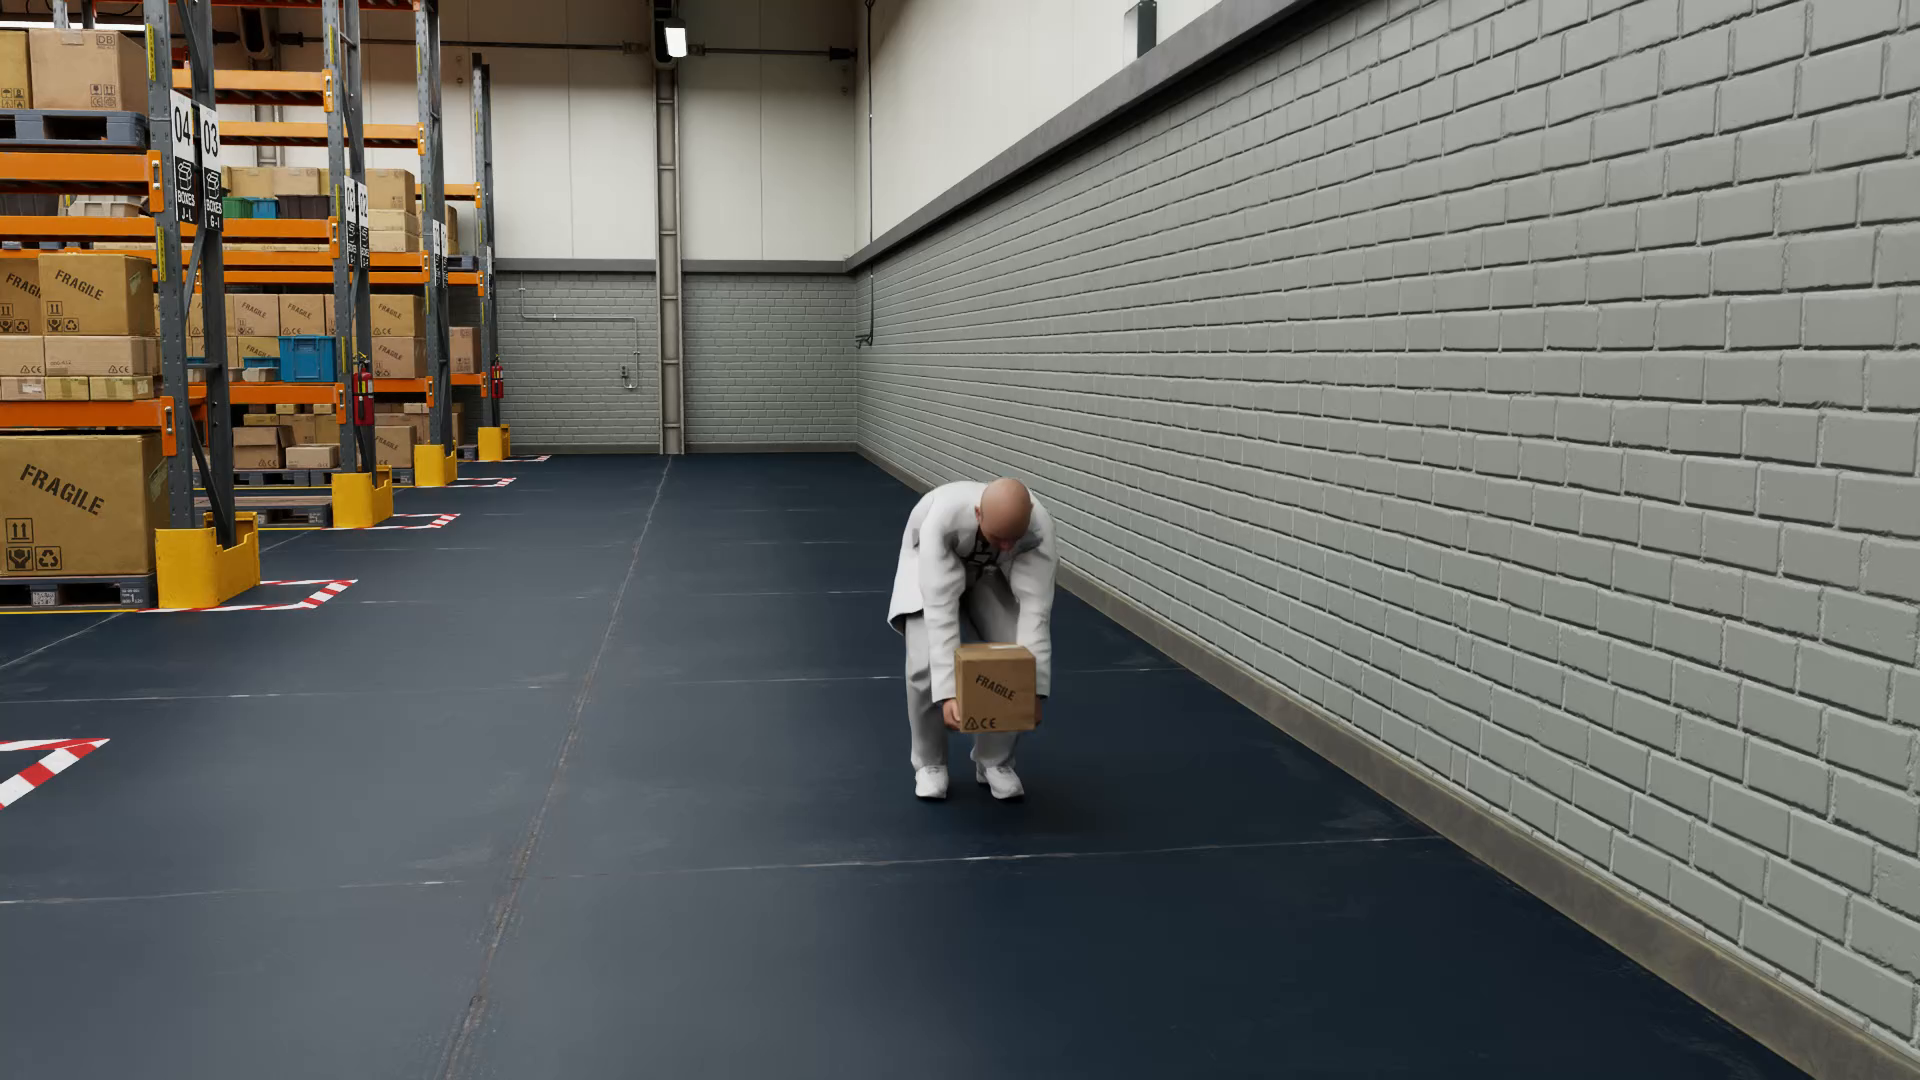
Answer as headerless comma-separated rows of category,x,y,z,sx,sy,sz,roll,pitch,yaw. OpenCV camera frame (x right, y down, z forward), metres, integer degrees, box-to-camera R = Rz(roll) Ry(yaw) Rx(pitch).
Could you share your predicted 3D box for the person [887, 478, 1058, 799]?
person,0.054,0.345,5.858,0.573,1.184,0.930,-1,6,-11
